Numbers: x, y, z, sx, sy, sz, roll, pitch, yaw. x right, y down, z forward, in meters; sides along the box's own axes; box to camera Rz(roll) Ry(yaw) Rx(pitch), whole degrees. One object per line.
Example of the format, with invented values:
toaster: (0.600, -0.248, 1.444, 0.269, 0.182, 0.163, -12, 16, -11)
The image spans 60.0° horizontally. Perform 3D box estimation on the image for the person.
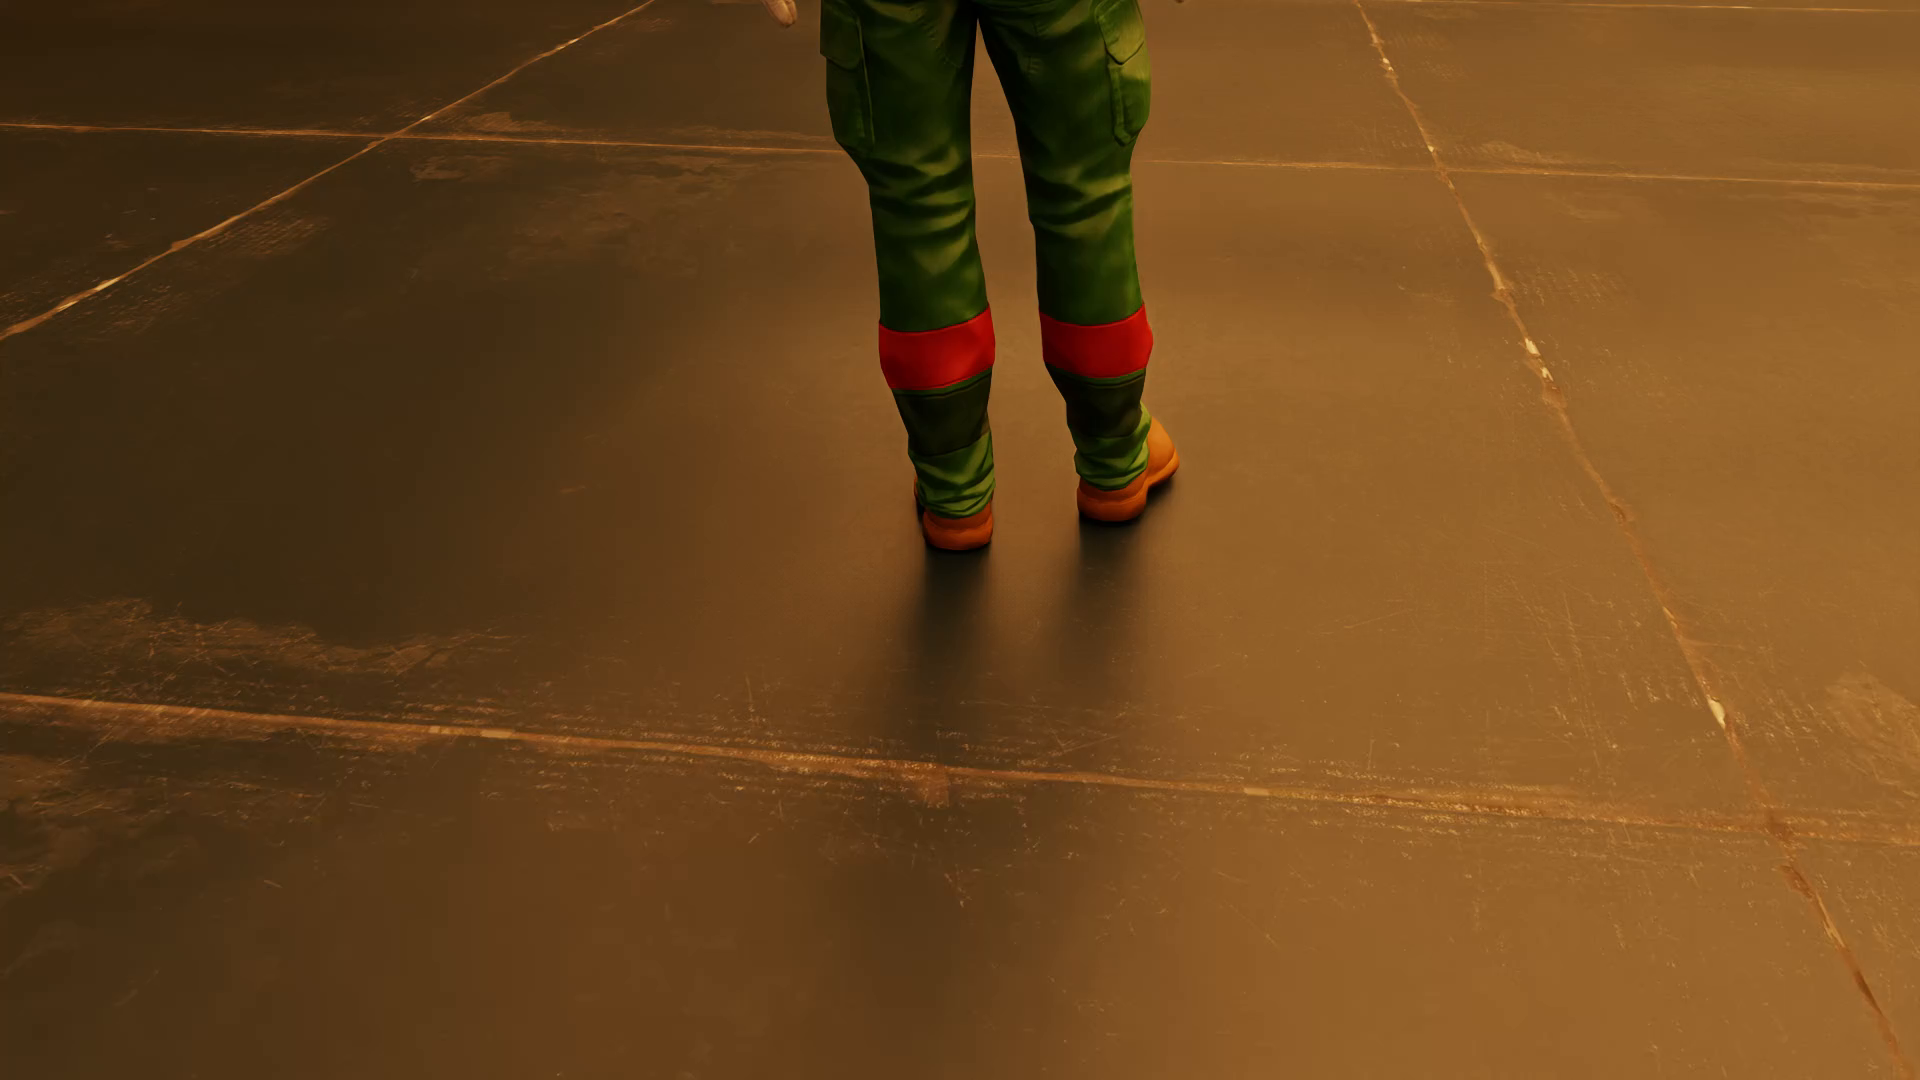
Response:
person: (0.023, -0.842, 2.168, 0.637, 1.789, 0.562, 3, 27, 7)
